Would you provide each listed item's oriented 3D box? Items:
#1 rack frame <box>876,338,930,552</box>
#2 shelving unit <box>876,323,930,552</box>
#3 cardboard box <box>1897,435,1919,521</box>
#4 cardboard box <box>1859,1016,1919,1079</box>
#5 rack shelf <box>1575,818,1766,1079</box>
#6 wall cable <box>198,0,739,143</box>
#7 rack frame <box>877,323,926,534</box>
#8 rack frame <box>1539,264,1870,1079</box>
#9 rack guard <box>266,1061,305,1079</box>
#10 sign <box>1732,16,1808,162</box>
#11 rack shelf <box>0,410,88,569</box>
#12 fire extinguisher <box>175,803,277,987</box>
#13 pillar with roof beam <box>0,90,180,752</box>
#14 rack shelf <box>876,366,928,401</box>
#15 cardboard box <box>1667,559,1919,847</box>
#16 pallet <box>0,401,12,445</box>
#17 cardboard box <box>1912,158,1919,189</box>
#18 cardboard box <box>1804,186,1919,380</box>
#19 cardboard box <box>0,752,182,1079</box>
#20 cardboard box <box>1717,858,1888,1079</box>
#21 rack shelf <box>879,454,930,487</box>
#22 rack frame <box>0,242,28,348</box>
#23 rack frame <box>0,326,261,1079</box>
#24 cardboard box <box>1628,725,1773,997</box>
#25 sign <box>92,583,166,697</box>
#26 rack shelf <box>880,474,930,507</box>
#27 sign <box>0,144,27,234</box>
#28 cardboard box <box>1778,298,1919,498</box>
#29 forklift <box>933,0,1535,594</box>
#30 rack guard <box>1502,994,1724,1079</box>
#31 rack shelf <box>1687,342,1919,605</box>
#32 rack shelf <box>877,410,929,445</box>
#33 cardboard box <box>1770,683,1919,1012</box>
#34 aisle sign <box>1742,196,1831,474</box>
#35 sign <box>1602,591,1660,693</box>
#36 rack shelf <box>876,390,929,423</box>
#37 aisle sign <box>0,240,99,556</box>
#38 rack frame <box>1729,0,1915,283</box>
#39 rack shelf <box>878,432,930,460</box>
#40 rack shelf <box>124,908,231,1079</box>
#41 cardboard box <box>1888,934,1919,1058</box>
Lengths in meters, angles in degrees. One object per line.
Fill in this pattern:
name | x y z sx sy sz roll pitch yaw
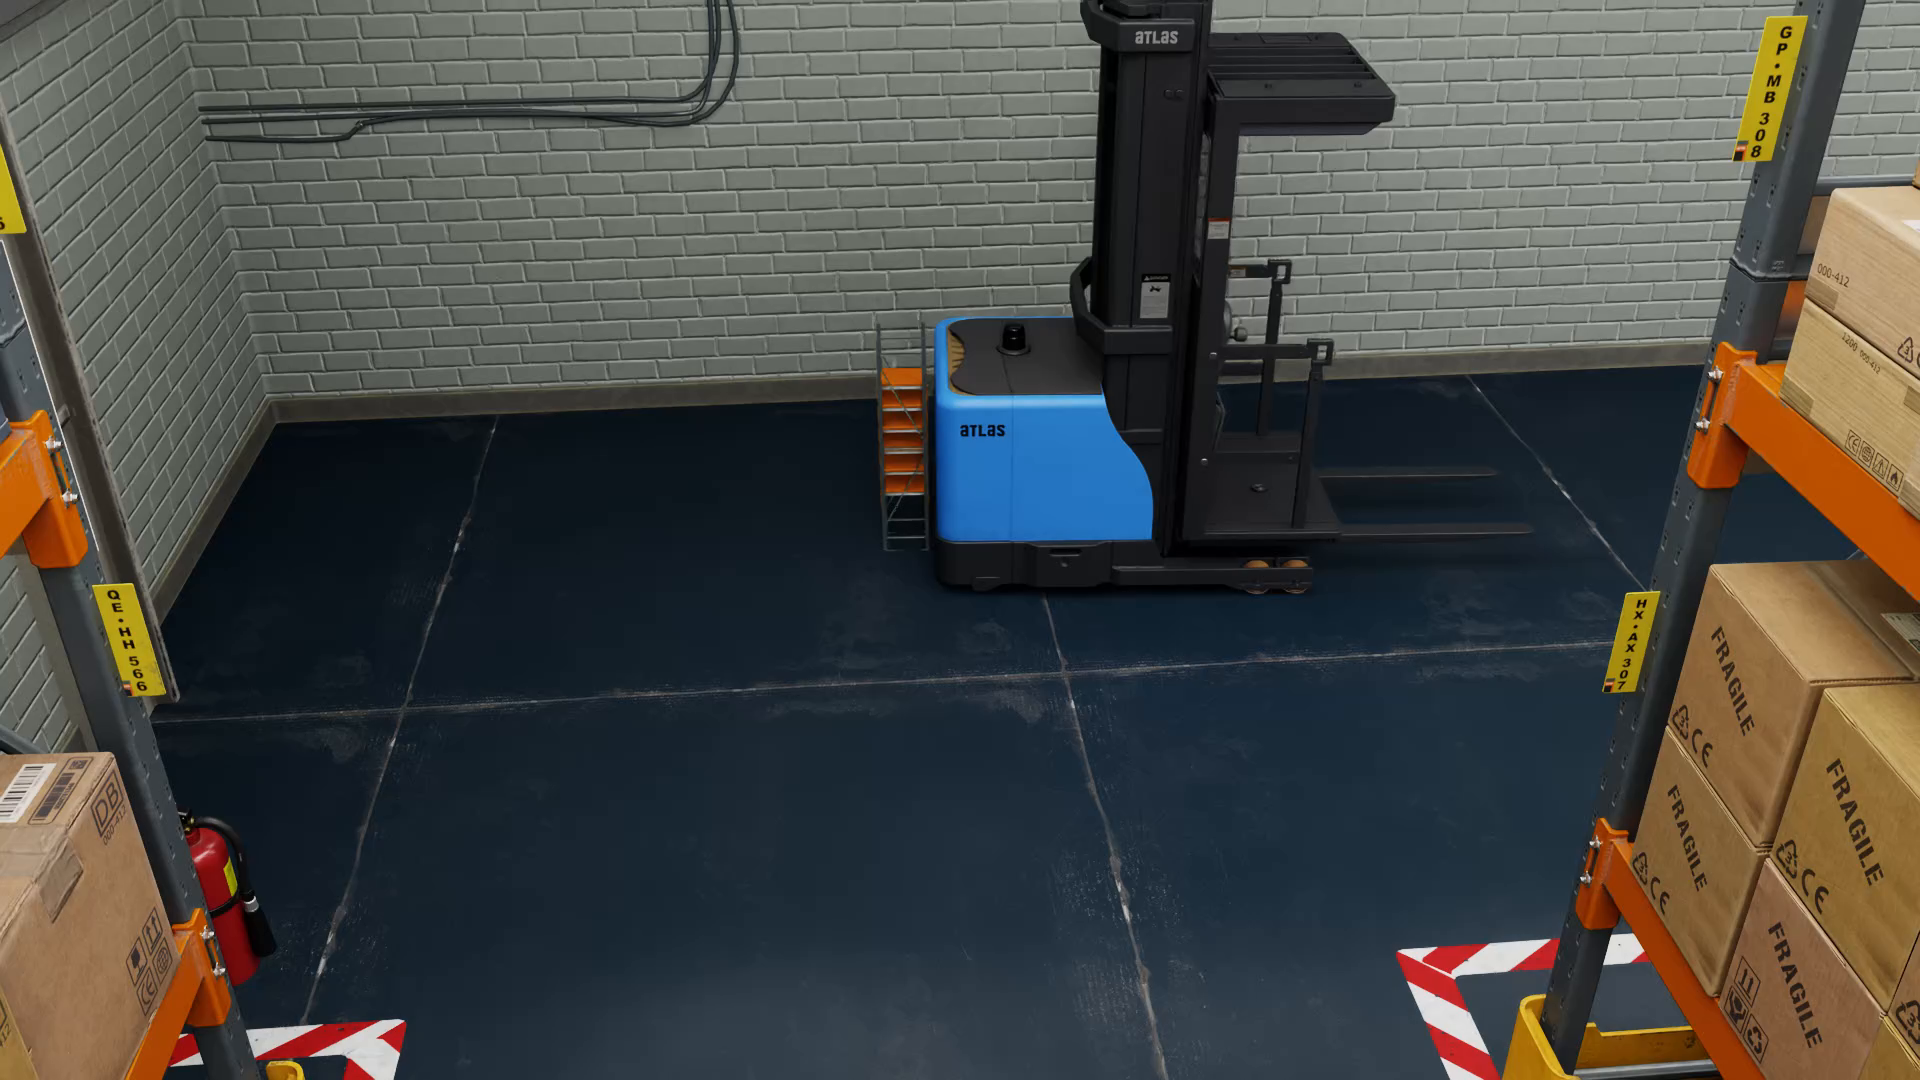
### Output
rack frame | -0.283 -0.459 8.346 0.240 1.200 0.006 -1 31 -1
shelving unit | -0.285 -0.505 8.424 0.258 1.200 0.189 -1 31 -1
cardboard box | 2.193 -0.068 3.159 0.500 0.250 0.500 -3 31 -5
cardboard box | 2.240 1.341 3.482 0.500 0.500 0.500 -3 31 -5
rack shelf | 2.551 1.955 3.253 1.077 0.370 4.000 -3 31 -5
wall cable | -2.740 -3.283 8.499 3.097 2.526 0.112 -3 31 -5
rack frame | -0.287 -0.552 8.503 0.240 1.200 0.006 -1 31 -1
rack frame | 2.364 0.625 4.778 1.000 3.000 0.127 -3 31 -5
rack guard | -2.570 1.925 5.039 1.175 0.500 0.348 -3 31 -5
sign | 1.824 -1.012 3.741 0.100 0.325 0.005 -3 31 -5
rack shelf | -2.381 0.907 2.083 1.077 0.370 4.000 -3 31 -5
fire extinguisher | -2.122 0.959 4.659 0.296 0.674 0.183 -3 31 -5
pillar with roof beam | 0.605 -3.254 5.423 9.100 9.000 0.400 -3 31 -5
rack shelf | -0.287 -0.776 8.262 0.258 0.103 0.180 -1 31 -1
cardboard box | 2.143 0.392 4.096 0.500 0.500 0.500 -2 31 -3
pallet | -2.488 -0.007 2.998 1.003 0.211 1.213 -3 31 -5
cardboard box | 2.428 -0.873 3.289 0.700 0.500 0.500 -3 31 -5
cardboard box | 2.153 -0.538 3.459 0.500 0.250 0.500 -3 31 -5
cardboard box | -2.510 0.996 3.866 0.980 0.700 0.700 -1 31 -2
cardboard box | 2.196 1.085 3.911 0.500 0.500 0.500 -3 31 -5
rack shelf | -0.284 -0.364 8.508 0.258 0.103 0.180 -1 31 -1
rack frame | -2.568 -1.711 2.839 1.000 3.000 0.127 -3 31 -5
rack frame | -2.568 0.864 4.378 1.000 3.000 0.127 -3 31 -5
cardboard box | 2.143 0.821 4.352 0.500 0.500 0.500 -2 31 -4
sign | -2.026 0.247 4.052 0.100 0.325 0.005 -3 31 -5
rack shelf | -0.283 -0.261 8.570 0.258 0.103 0.180 -1 31 -1
sign | -2.026 -0.788 3.433 0.100 0.325 0.005 -3 31 -5
cardboard box | 2.159 -0.324 3.588 0.500 0.250 0.500 -3 31 -5
forklift | 1.380 -1.261 8.003 3.031 2.935 1.130 -1 31 -1
rack guard | 2.371 1.737 5.354 1.175 0.500 0.348 -3 31 -5
rack shelf | 2.551 0.667 2.484 1.077 0.370 4.000 -3 31 -5
rack shelf | -0.286 -0.570 8.385 0.258 0.103 0.180 -1 31 -1
cardboard box | 2.199 0.659 3.649 0.500 0.500 0.500 -2 31 -4
aisle sign | 2.065 -0.512 4.146 0.394 0.787 0.004 -3 31 -5
sign | 1.824 0.280 4.512 0.100 0.325 0.005 -3 31 -5
rack shelf | -0.286 -0.673 8.324 0.258 0.103 0.180 -1 31 -1
aisle sign | -2.276 -0.303 3.797 0.394 0.787 0.004 -3 31 -5
rack frame | 2.364 -1.950 3.240 1.000 3.000 0.127 -3 31 -5
rack shelf | -0.285 -0.467 8.447 0.258 0.103 0.180 -1 31 -1
rack shelf | -2.381 2.194 2.853 1.077 0.370 4.000 -3 31 -5
cardboard box | 2.241 0.914 3.221 0.500 0.500 0.500 -2 31 -4
